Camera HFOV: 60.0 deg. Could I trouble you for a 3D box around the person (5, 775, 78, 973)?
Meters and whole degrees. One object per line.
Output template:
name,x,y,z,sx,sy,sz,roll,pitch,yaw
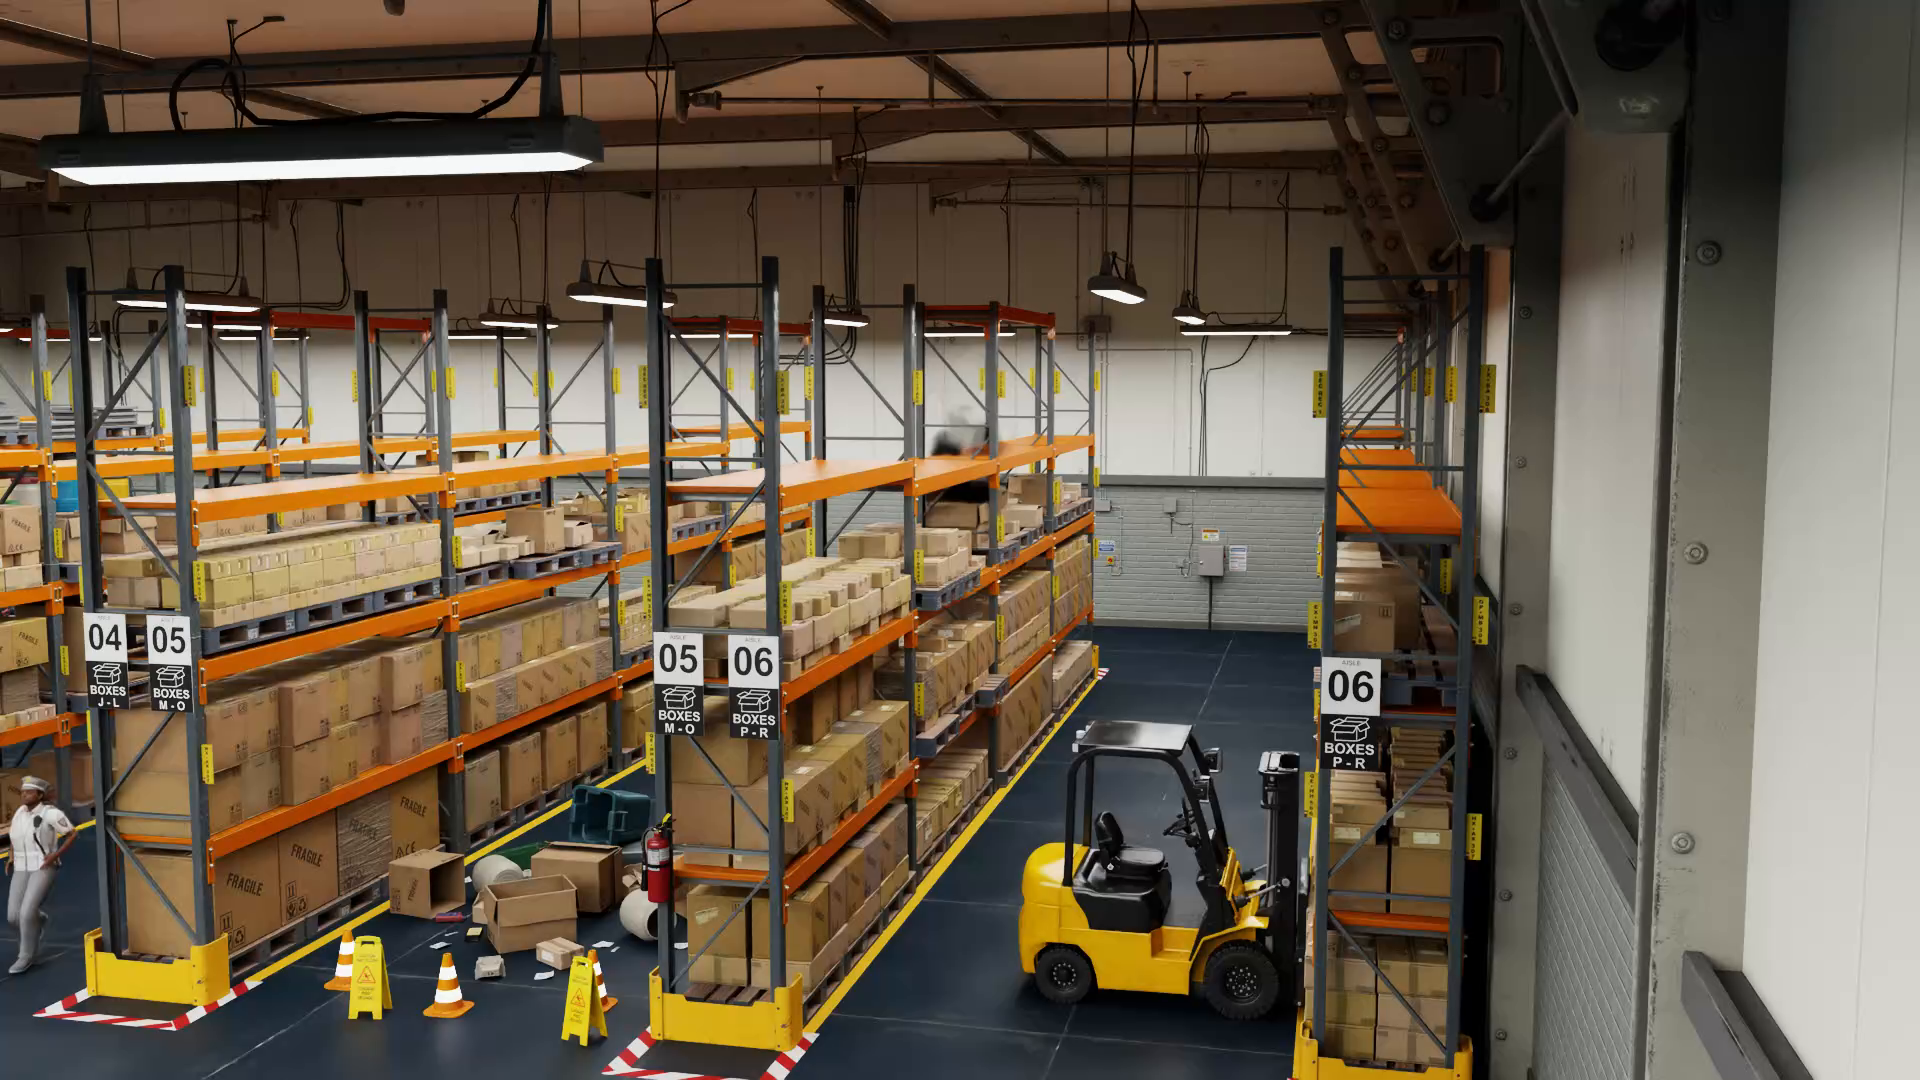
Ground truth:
person,-8.097,2.884,14.525,0.581,1.644,0.670,1,6,8
